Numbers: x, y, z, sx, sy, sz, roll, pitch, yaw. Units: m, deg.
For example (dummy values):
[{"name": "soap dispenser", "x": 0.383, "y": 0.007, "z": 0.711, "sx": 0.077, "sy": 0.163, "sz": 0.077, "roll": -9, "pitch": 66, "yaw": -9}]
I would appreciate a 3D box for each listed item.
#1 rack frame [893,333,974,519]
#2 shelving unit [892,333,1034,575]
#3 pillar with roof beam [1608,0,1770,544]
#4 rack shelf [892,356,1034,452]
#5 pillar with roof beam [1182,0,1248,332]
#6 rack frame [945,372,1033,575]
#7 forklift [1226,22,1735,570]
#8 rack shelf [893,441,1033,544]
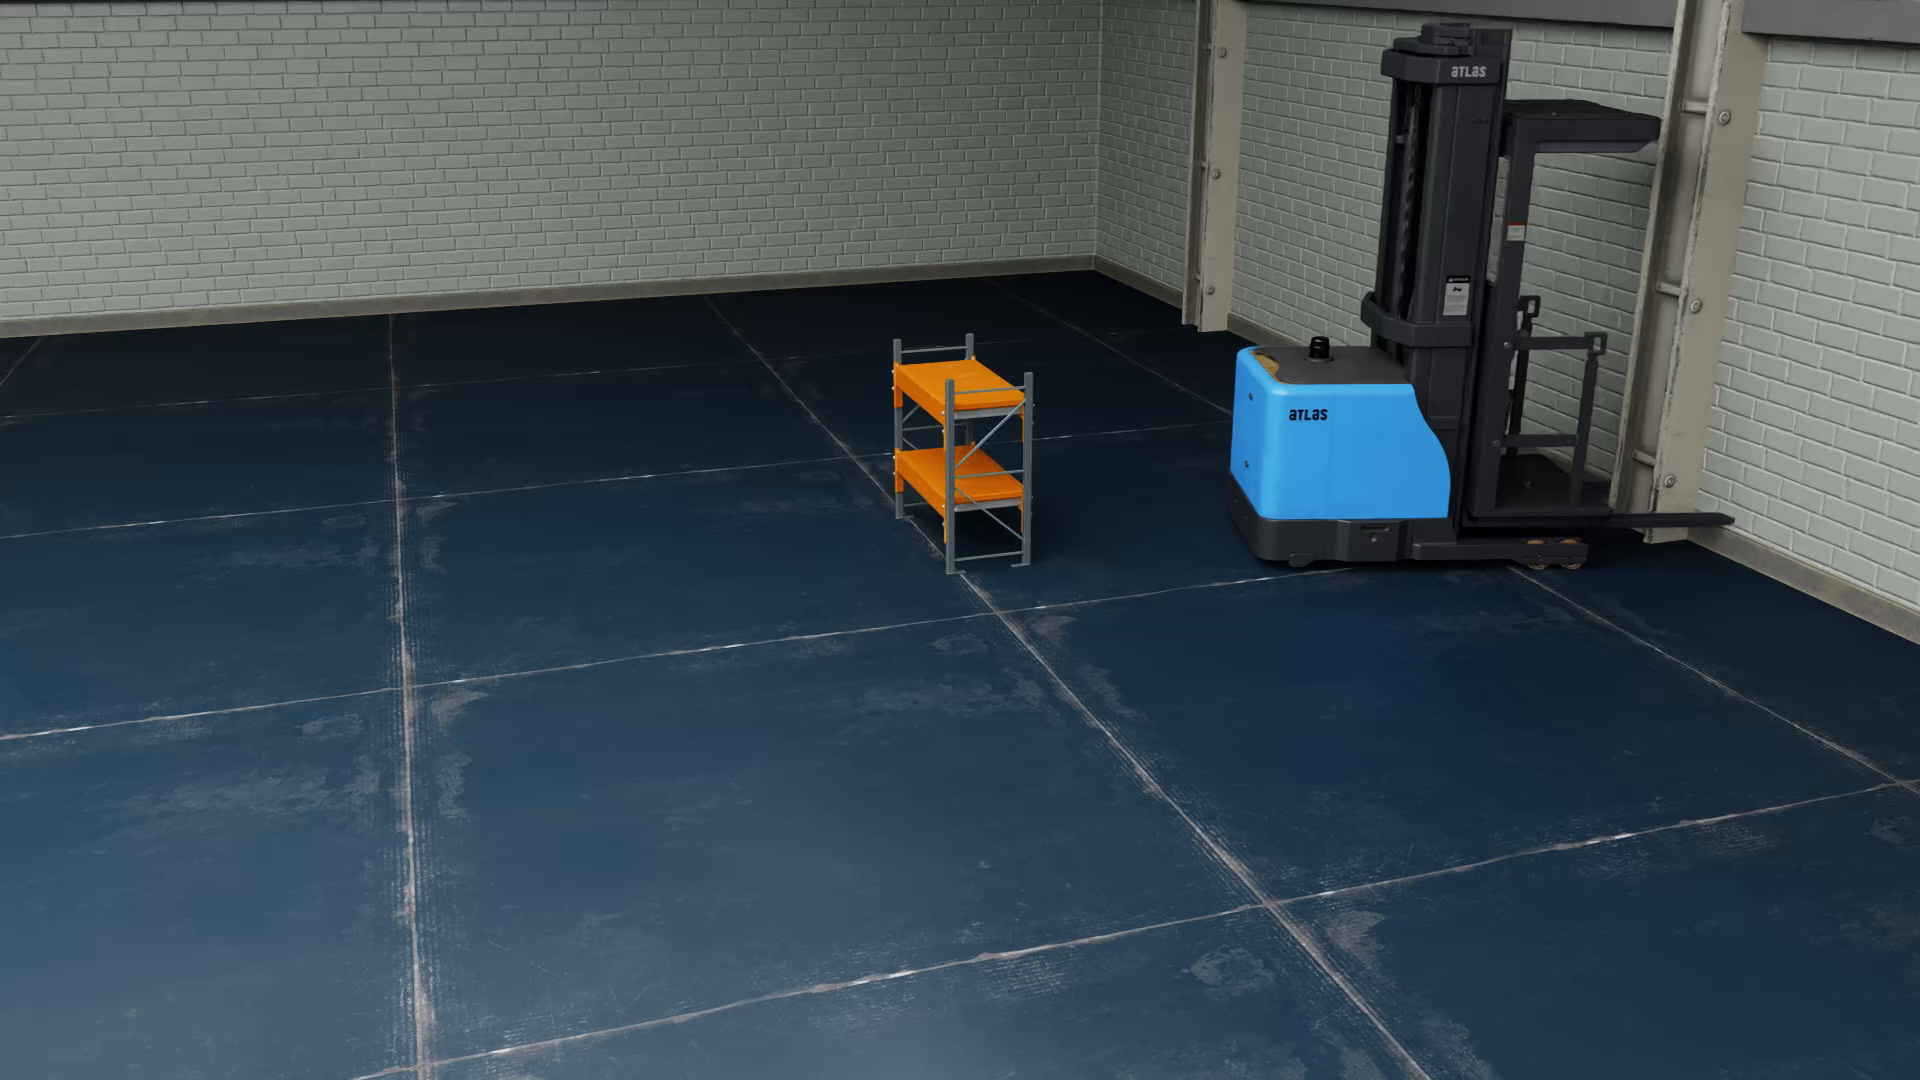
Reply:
[{"name": "rack frame", "x": -0.158, "y": -0.690, "z": 10.174, "sx": 0.500, "sy": 1.125, "sz": 0.032, "roll": -6, "pitch": 21, "yaw": -17}, {"name": "shelving unit", "x": 0.002, "y": -0.527, "z": 9.720, "sx": 0.538, "sy": 1.125, "sz": 1.048, "roll": -6, "pitch": 21, "yaw": -17}, {"name": "pillar with roof beam", "x": 0.079, "y": -3.835, "z": 7.280, "sx": 9.100, "sy": 9.000, "sz": 0.400, "roll": -6, "pitch": 21, "yaw": -17}, {"name": "rack shelf", "x": 0.002, "y": -0.803, "z": 9.621, "sx": 0.538, "sy": 0.278, "sz": 1.000, "roll": -6, "pitch": 21, "yaw": -17}, {"name": "pillar with roof beam", "x": -1.807, "y": -5.760, "z": 12.641, "sx": 9.100, "sy": 9.000, "sz": 0.400, "roll": -6, "pitch": 21, "yaw": -17}, {"name": "rack frame", "x": 0.162, "y": -0.364, "z": 9.266, "sx": 0.500, "sy": 1.125, "sz": 0.032, "roll": -6, "pitch": 21, "yaw": -17}, {"name": "forklift", "x": 3.172, "y": -1.390, "z": 9.451, "sx": 3.031, "sy": 2.935, "sz": 1.130, "roll": -1, "pitch": 20, "yaw": -2}, {"name": "rack shelf", "x": 0.002, "y": -0.297, "z": 9.803, "sx": 0.538, "sy": 0.278, "sz": 1.000, "roll": -6, "pitch": 21, "yaw": -17}]
